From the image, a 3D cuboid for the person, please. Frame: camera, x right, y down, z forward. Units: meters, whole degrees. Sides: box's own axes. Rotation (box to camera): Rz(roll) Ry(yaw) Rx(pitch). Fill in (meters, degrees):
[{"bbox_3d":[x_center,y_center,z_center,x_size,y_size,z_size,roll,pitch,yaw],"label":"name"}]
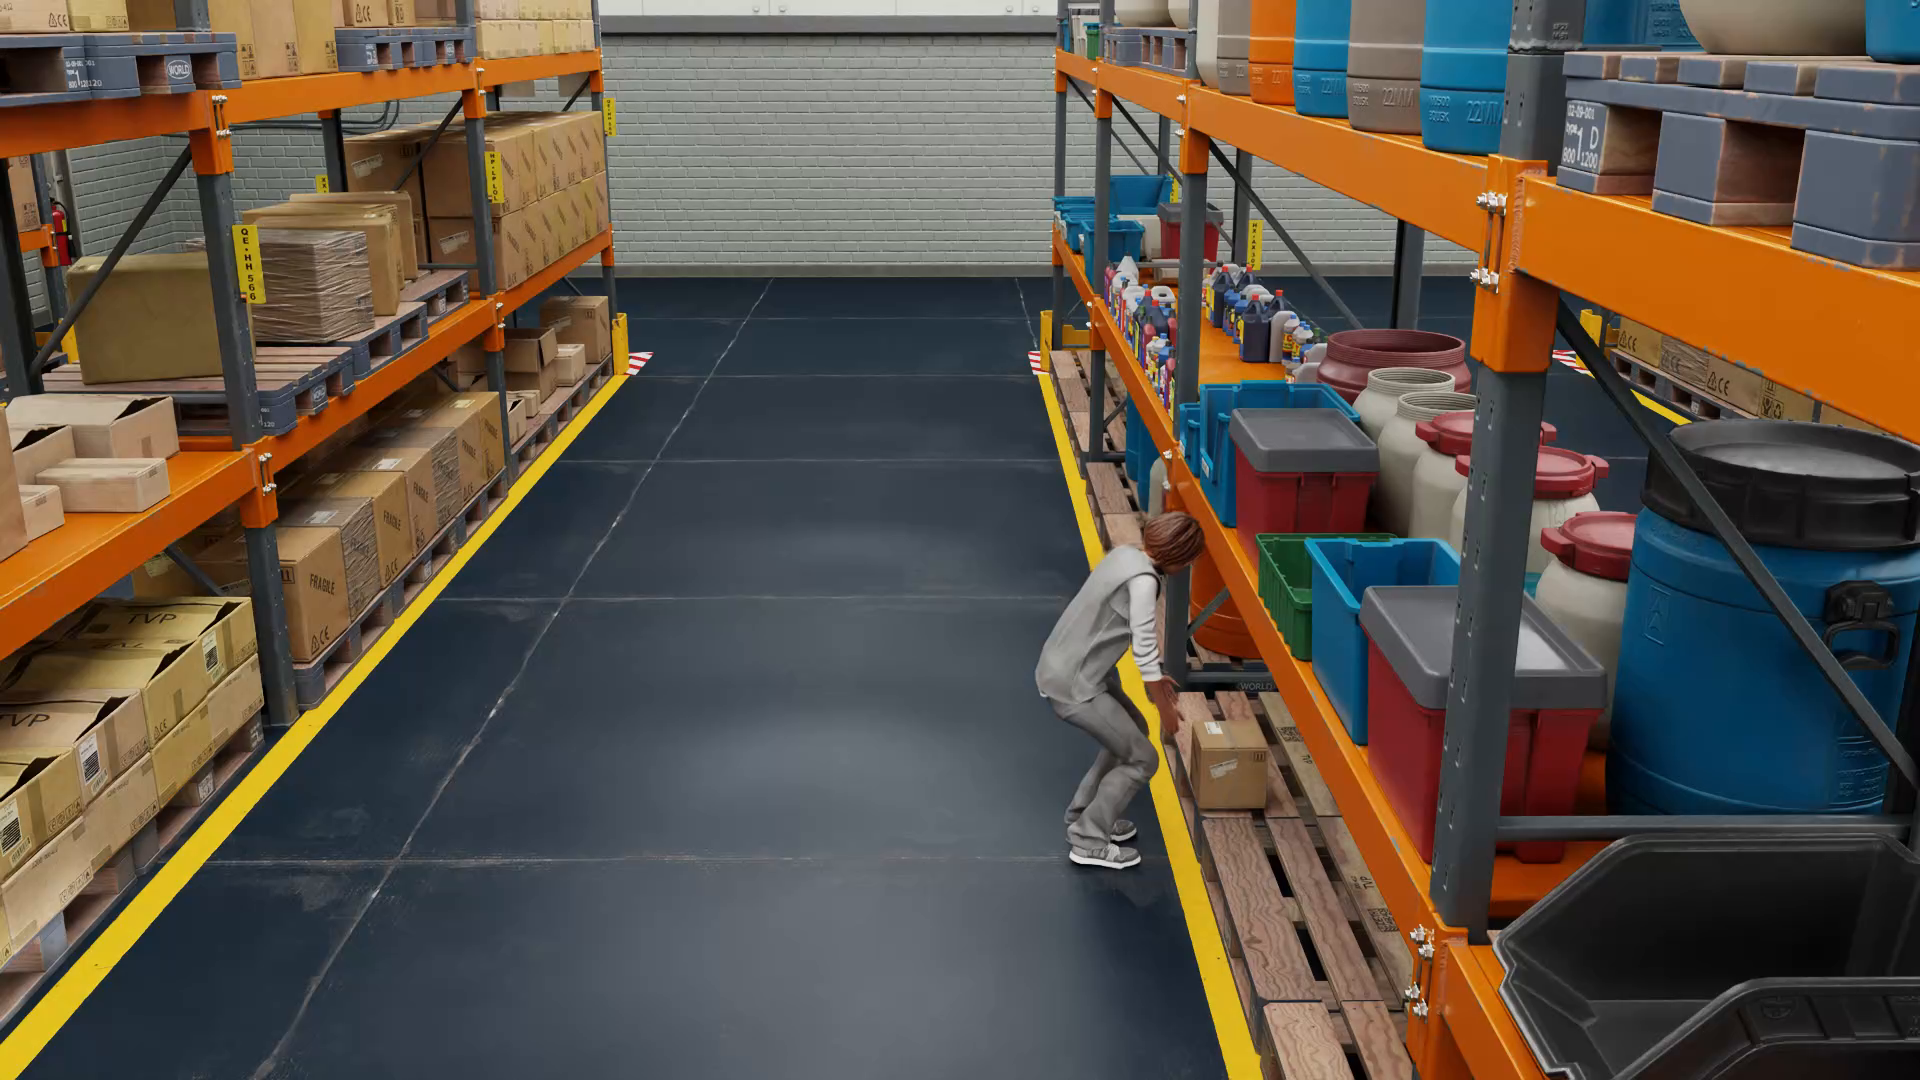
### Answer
[{"bbox_3d":[0.588,0.551,6.256,0.620,1.337,0.461,0,17,-1],"label":"person"}]
